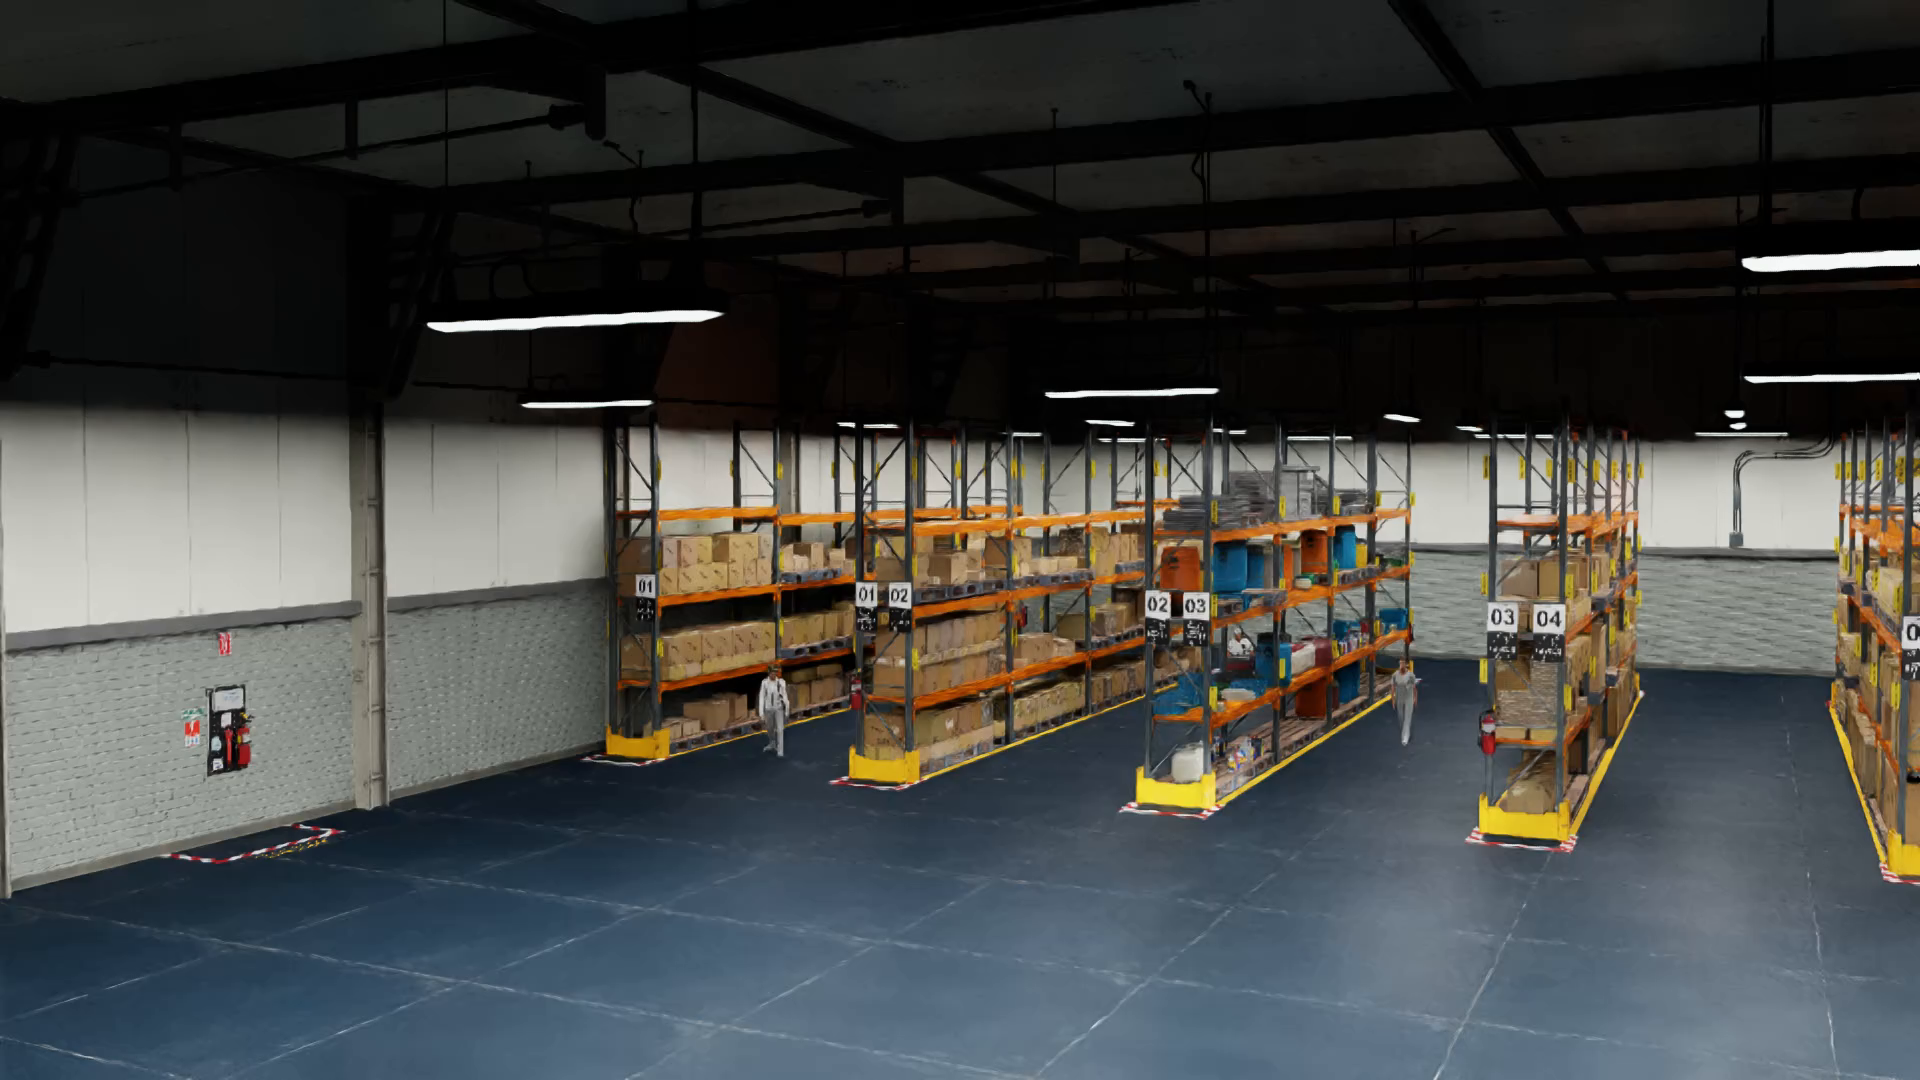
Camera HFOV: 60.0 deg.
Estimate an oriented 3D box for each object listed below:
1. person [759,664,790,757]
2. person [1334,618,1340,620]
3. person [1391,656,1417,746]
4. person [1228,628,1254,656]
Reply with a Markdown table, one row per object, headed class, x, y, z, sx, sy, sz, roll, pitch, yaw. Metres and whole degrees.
| class | x | y | z | sx | sy | sz | roll | pitch | yaw |
| --- | --- | --- | --- | --- | --- | --- | --- | --- | --- |
| person | -3.270 | 2.961 | 29.176 | 0.529 | 1.620 | 0.936 | 0 | 2 | 2 |
| person | 8.693 | 2.590 | 38.339 | 0.476 | 1.575 | 1.003 | 2 | 3 | 34 |
| person | 8.087 | 2.912 | 30.363 | 0.446 | 1.590 | 1.109 | 1 | 3 | 28 |
| person | 6.038 | 2.694 | 35.932 | 0.625 | 1.611 | 0.575 | 1 | 3 | 24 |
